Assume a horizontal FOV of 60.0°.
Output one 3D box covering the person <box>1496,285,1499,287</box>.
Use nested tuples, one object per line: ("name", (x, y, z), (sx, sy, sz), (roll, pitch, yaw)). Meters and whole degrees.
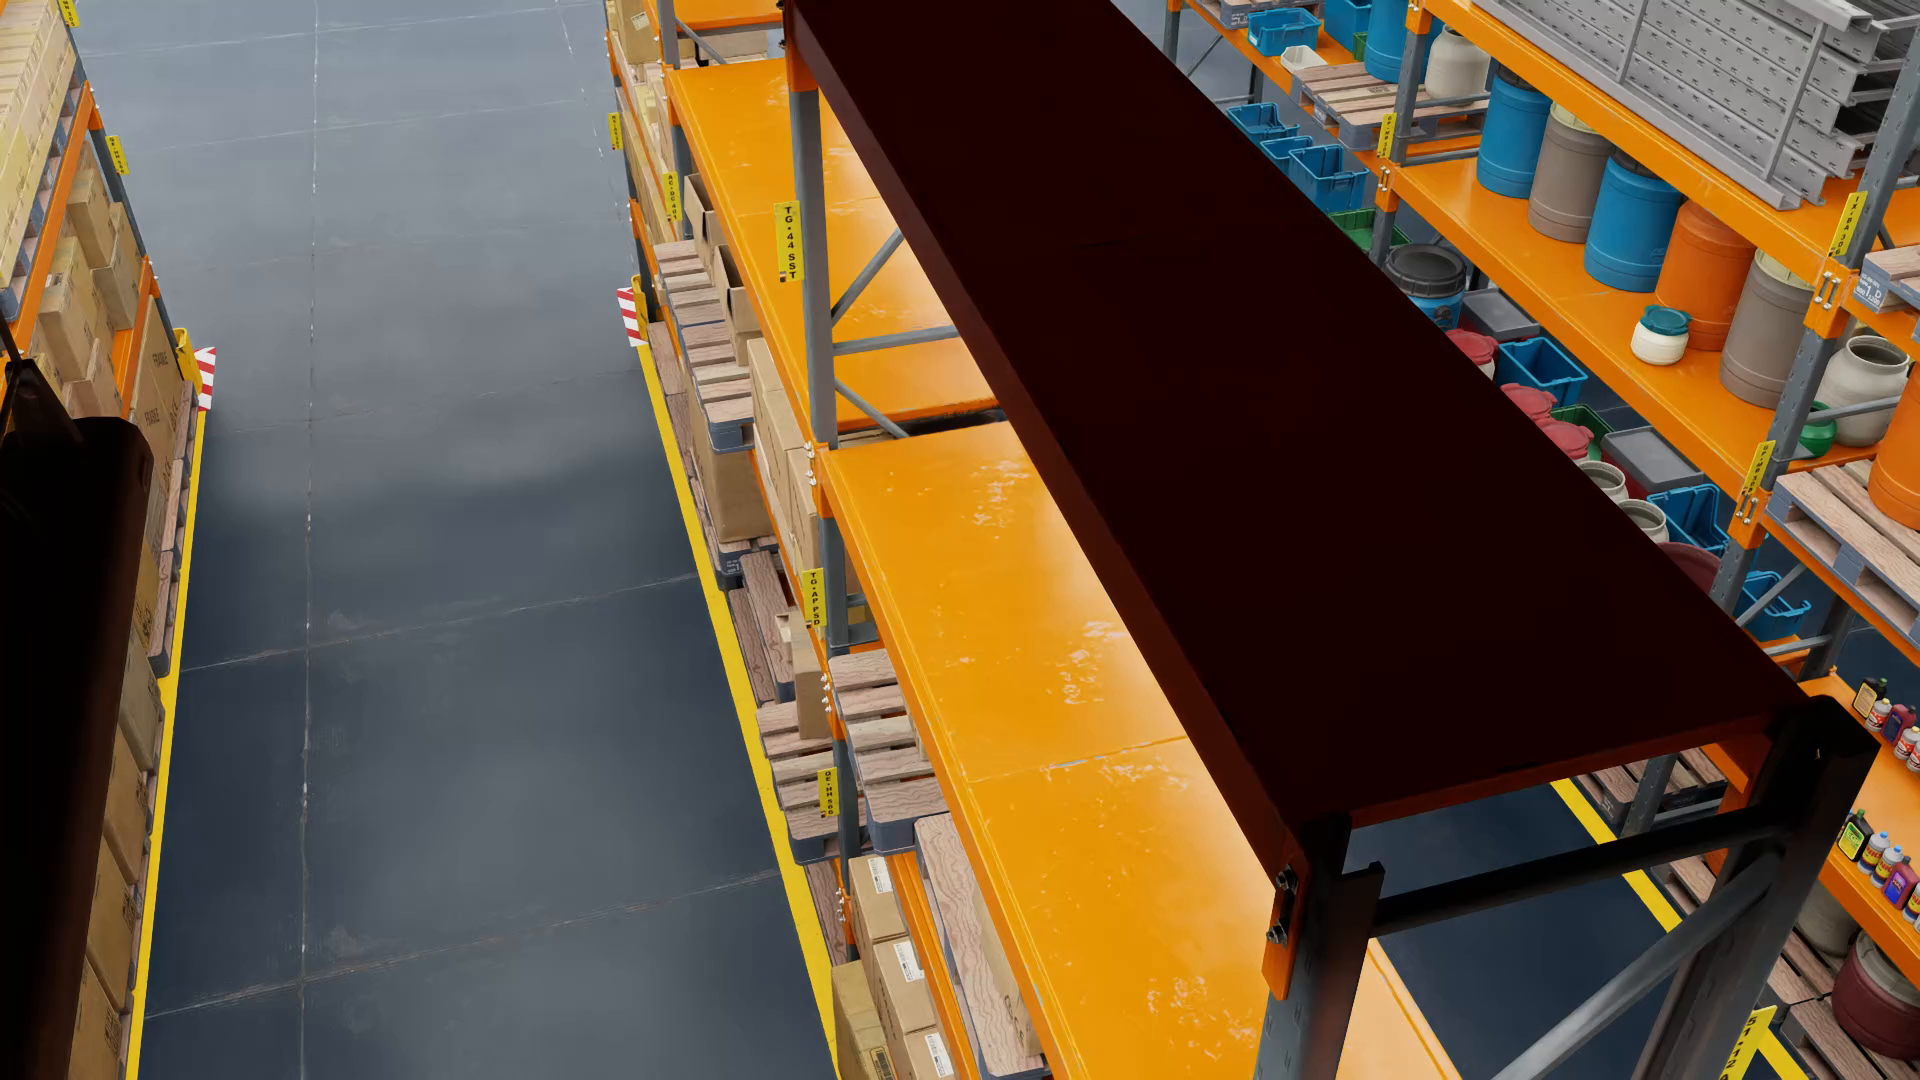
("person", (5.016, -2.788, 14.946), (0.485, 1.829, 0.683), (-7, 39, -9))
